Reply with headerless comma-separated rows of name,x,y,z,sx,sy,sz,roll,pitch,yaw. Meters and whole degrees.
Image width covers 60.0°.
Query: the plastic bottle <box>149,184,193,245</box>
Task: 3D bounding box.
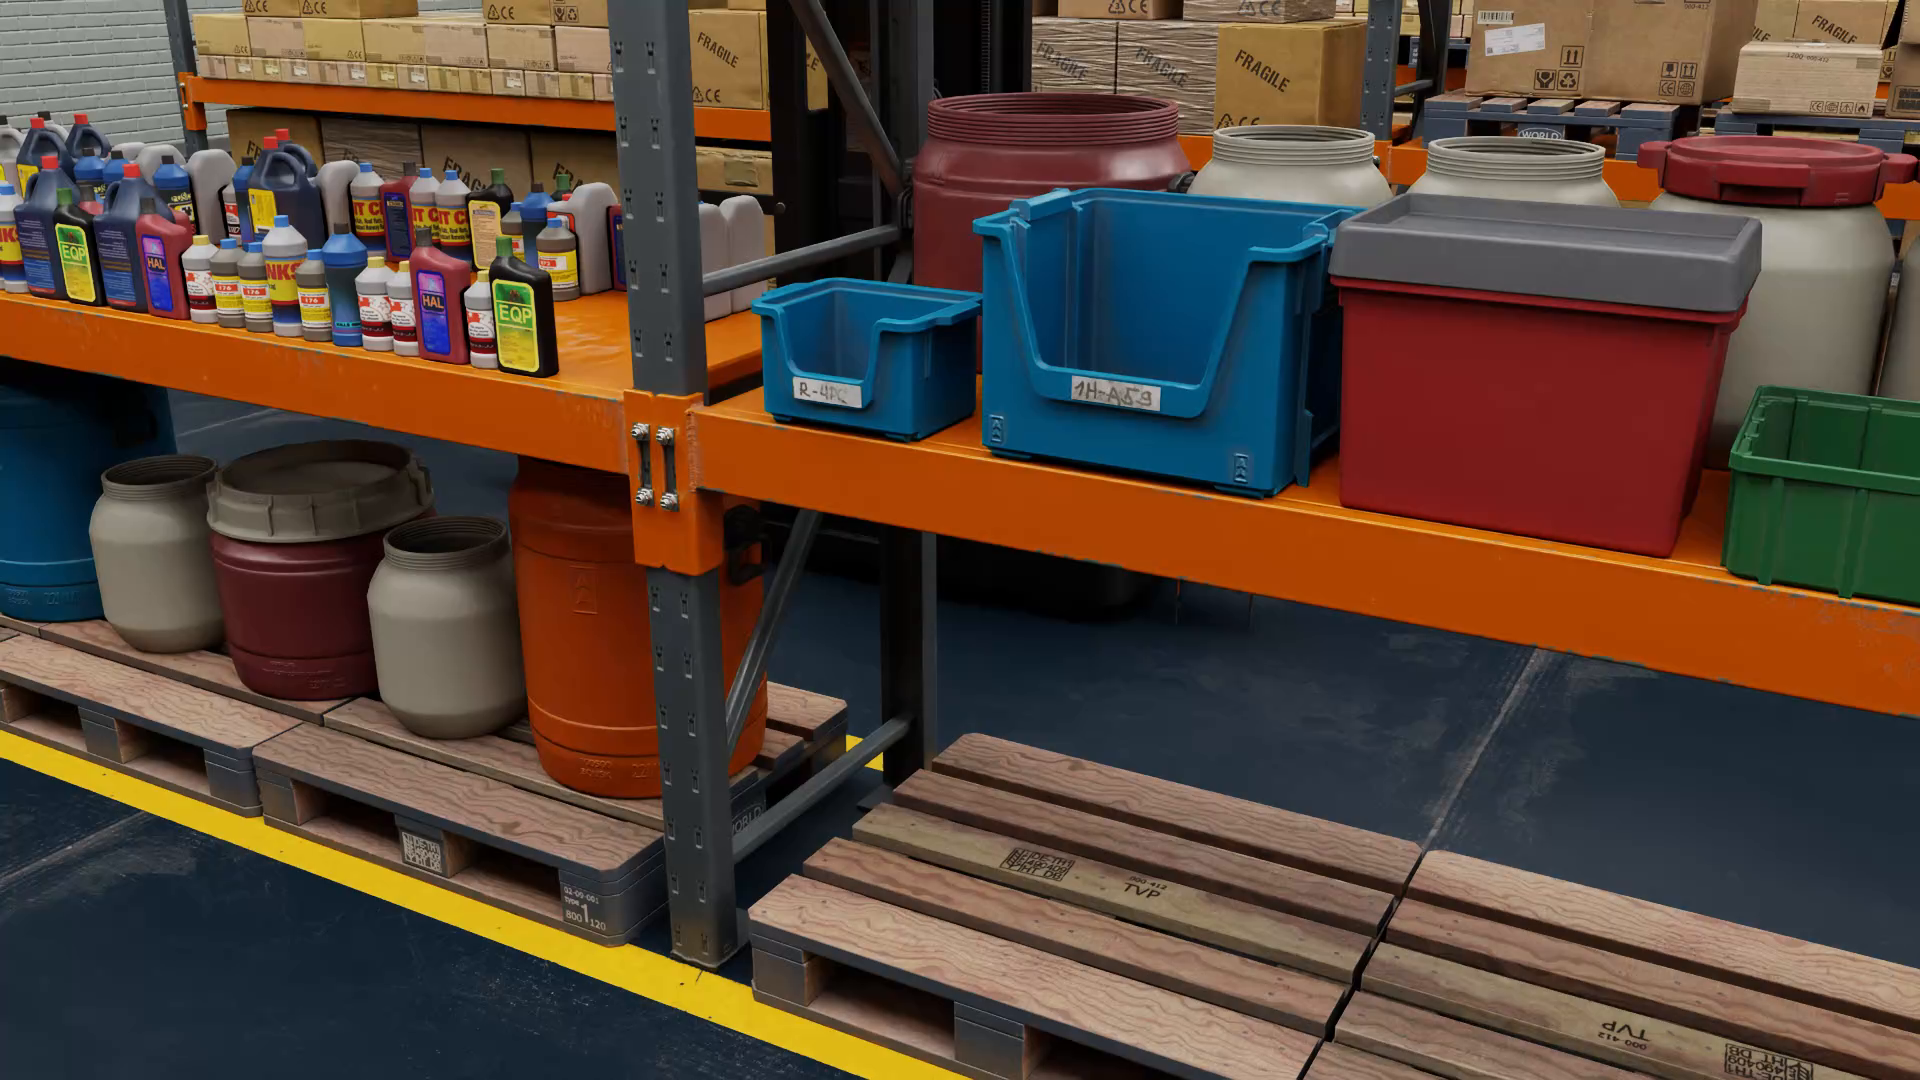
plastic bottle,-2.005,-0.753,4.213,0.133,0.283,0.061,11,23,27

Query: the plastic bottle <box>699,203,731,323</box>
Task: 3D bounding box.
plastic bottle,-0.649,-0.668,3.990,0.135,0.276,0.152,11,23,27

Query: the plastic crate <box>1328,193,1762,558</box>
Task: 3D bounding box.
plastic crate,0.906,-0.274,2.627,0.583,0.464,0.402,11,23,27

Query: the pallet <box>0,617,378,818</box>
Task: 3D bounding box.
pallet,-2.125,0.385,4.993,1.213,0.211,1.003,11,23,27

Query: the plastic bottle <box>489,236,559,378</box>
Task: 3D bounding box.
plastic bottle,-0.916,-0.489,3.486,0.133,0.283,0.061,11,23,27

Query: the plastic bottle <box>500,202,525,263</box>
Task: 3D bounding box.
plastic bottle,-1.184,-0.805,4.477,0.097,0.201,0.097,0,20,0

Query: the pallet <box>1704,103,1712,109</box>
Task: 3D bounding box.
pallet,8.677,-5.331,20.752,1.213,0.211,1.003,11,23,27

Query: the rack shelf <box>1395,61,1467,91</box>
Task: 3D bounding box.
rack shelf,2.821,-3.532,12.759,4.000,0.370,1.077,11,23,27

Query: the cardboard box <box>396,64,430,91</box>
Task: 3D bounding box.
cardboard box,-3.202,-2.835,10.149,0.250,0.149,0.380,11,23,28

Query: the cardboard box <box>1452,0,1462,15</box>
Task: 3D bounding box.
cardboard box,3.449,-3.791,11.732,0.250,0.149,0.380,11,23,29

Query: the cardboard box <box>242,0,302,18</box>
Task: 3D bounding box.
cardboard box,-4.200,-3.587,10.539,0.500,0.500,0.500,10,22,26

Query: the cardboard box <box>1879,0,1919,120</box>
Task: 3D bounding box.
cardboard box,3.994,-1.920,6.491,0.637,0.503,0.797,13,24,33

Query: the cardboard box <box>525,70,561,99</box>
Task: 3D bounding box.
cardboard box,-2.307,-2.664,9.678,0.250,0.149,0.380,10,22,26

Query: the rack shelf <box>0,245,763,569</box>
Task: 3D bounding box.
rack shelf,-2.101,-0.598,4.670,4.000,0.370,1.077,11,23,27

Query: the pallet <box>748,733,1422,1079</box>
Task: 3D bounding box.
pallet,0.302,0.848,3.719,1.213,0.211,1.003,11,23,27

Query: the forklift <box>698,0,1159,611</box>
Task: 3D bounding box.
forklift,-0.551,-1.482,6.153,3.031,2.935,1.130,11,23,27

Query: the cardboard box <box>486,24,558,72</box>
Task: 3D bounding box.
cardboard box,-2.398,-2.893,9.726,0.500,0.250,0.500,12,23,29

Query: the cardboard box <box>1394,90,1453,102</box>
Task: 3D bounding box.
cardboard box,4.774,-4.665,17.326,0.875,0.875,0.875,12,23,29

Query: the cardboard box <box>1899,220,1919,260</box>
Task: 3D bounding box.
cardboard box,6.633,-2.251,10.854,0.750,0.750,1.050,11,23,27

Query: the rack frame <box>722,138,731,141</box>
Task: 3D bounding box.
rack frame,-1.432,-2.743,9.529,0.127,3.000,1.000,11,23,27

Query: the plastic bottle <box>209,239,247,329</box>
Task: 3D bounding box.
plastic bottle,-1.720,-0.611,3.941,0.097,0.201,0.097,0,20,0

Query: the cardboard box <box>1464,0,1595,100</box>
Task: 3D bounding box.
cardboard box,2.551,-2.245,7.392,0.500,0.500,0.500,8,21,21

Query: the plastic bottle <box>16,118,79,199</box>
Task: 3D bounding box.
plastic bottle,-2.794,-1.117,5.117,0.185,0.351,0.144,11,23,27

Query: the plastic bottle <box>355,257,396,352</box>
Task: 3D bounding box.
plastic bottle,-1.295,-0.530,3.718,0.097,0.201,0.097,0,20,0

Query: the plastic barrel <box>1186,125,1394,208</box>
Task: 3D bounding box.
plastic barrel,0.647,-0.549,3.315,0.421,0.512,0.421,0,20,0

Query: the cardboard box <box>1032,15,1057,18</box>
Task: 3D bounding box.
cardboard box,0.178,-2.388,8.404,0.500,0.500,0.500,11,23,28

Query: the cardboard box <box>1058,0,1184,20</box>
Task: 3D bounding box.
cardboard box,0.862,-2.832,8.157,0.637,0.503,0.797,11,23,29

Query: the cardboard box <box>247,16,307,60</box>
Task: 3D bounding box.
cardboard box,-4.179,-3.233,10.663,0.500,0.250,0.500,10,22,27

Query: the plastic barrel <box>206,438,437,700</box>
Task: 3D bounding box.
plastic barrel,-1.777,0.068,4.698,0.708,0.588,0.600,11,23,27

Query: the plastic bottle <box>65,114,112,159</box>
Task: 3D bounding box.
plastic bottle,-2.724,-1.159,5.235,0.185,0.351,0.144,11,23,27

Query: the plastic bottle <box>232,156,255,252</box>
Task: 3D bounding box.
plastic bottle,-2.065,-0.982,4.862,0.097,0.271,0.097,0,20,0

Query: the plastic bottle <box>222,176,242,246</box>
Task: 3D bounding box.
plastic bottle,-2.152,-0.989,4.985,0.097,0.201,0.097,0,20,0

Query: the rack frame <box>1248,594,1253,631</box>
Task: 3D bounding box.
rack frame,0.980,-0.224,5.440,0.008,1.050,0.200,4,20,11

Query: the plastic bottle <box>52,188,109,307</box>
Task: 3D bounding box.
plastic bottle,-2.192,-0.732,4.155,0.133,0.283,0.061,11,23,27

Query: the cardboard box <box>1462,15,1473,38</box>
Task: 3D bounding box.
cardboard box,3.697,-3.604,11.655,0.250,0.149,0.380,11,23,27

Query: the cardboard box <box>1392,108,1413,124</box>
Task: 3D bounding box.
cardboard box,3.396,-3.029,12.267,0.500,0.250,0.500,11,23,28

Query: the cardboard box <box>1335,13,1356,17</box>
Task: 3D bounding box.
cardboard box,2.795,-3.777,12.132,0.250,0.149,0.380,12,23,29

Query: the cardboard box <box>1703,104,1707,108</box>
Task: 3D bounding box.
cardboard box,8.837,-5.535,20.276,0.500,0.500,0.500,12,23,29

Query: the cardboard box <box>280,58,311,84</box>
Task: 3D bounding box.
cardboard box,-4.098,-3.005,10.620,0.250,0.149,0.380,10,22,26

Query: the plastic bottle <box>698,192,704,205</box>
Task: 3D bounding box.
plastic bottle,-0.663,-0.739,4.192,0.097,0.271,0.097,0,20,0

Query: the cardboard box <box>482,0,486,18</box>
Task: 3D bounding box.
cardboard box,-2.608,-3.490,10.272,0.500,0.500,0.500,10,22,26

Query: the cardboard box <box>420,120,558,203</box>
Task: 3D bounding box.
cardboard box,-2.755,-2.225,10.601,0.875,0.875,0.875,11,23,27

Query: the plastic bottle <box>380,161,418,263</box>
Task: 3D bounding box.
plastic bottle,-1.562,-0.923,4.681,0.133,0.283,0.061,11,23,27

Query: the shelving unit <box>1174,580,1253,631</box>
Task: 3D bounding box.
shelving unit,0.860,-0.232,5.464,0.252,1.050,0.215,4,20,11
